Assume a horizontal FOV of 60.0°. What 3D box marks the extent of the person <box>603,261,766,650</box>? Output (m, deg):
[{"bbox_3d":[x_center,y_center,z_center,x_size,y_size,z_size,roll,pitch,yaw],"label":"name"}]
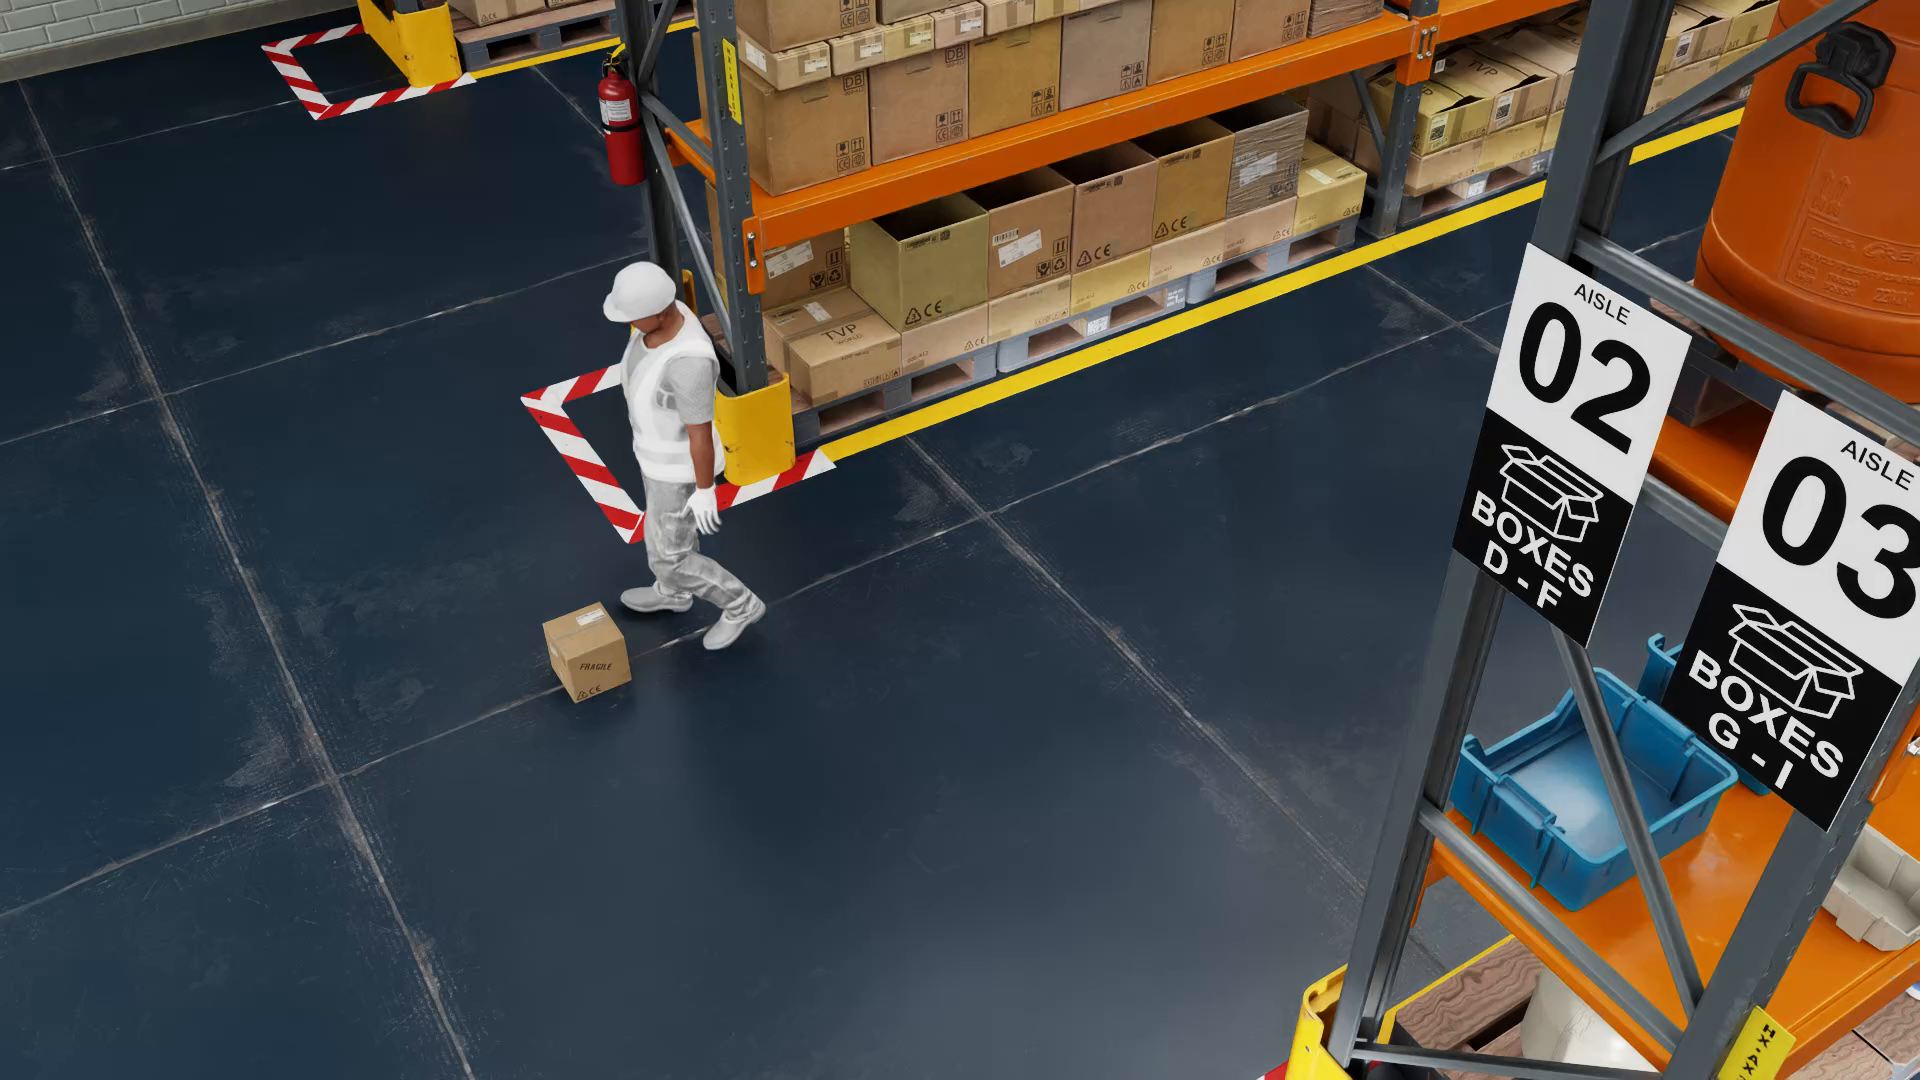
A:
[{"bbox_3d":[-1.125,-0.320,6.494,0.540,1.781,0.677,-14,42,-16],"label":"person"}]
